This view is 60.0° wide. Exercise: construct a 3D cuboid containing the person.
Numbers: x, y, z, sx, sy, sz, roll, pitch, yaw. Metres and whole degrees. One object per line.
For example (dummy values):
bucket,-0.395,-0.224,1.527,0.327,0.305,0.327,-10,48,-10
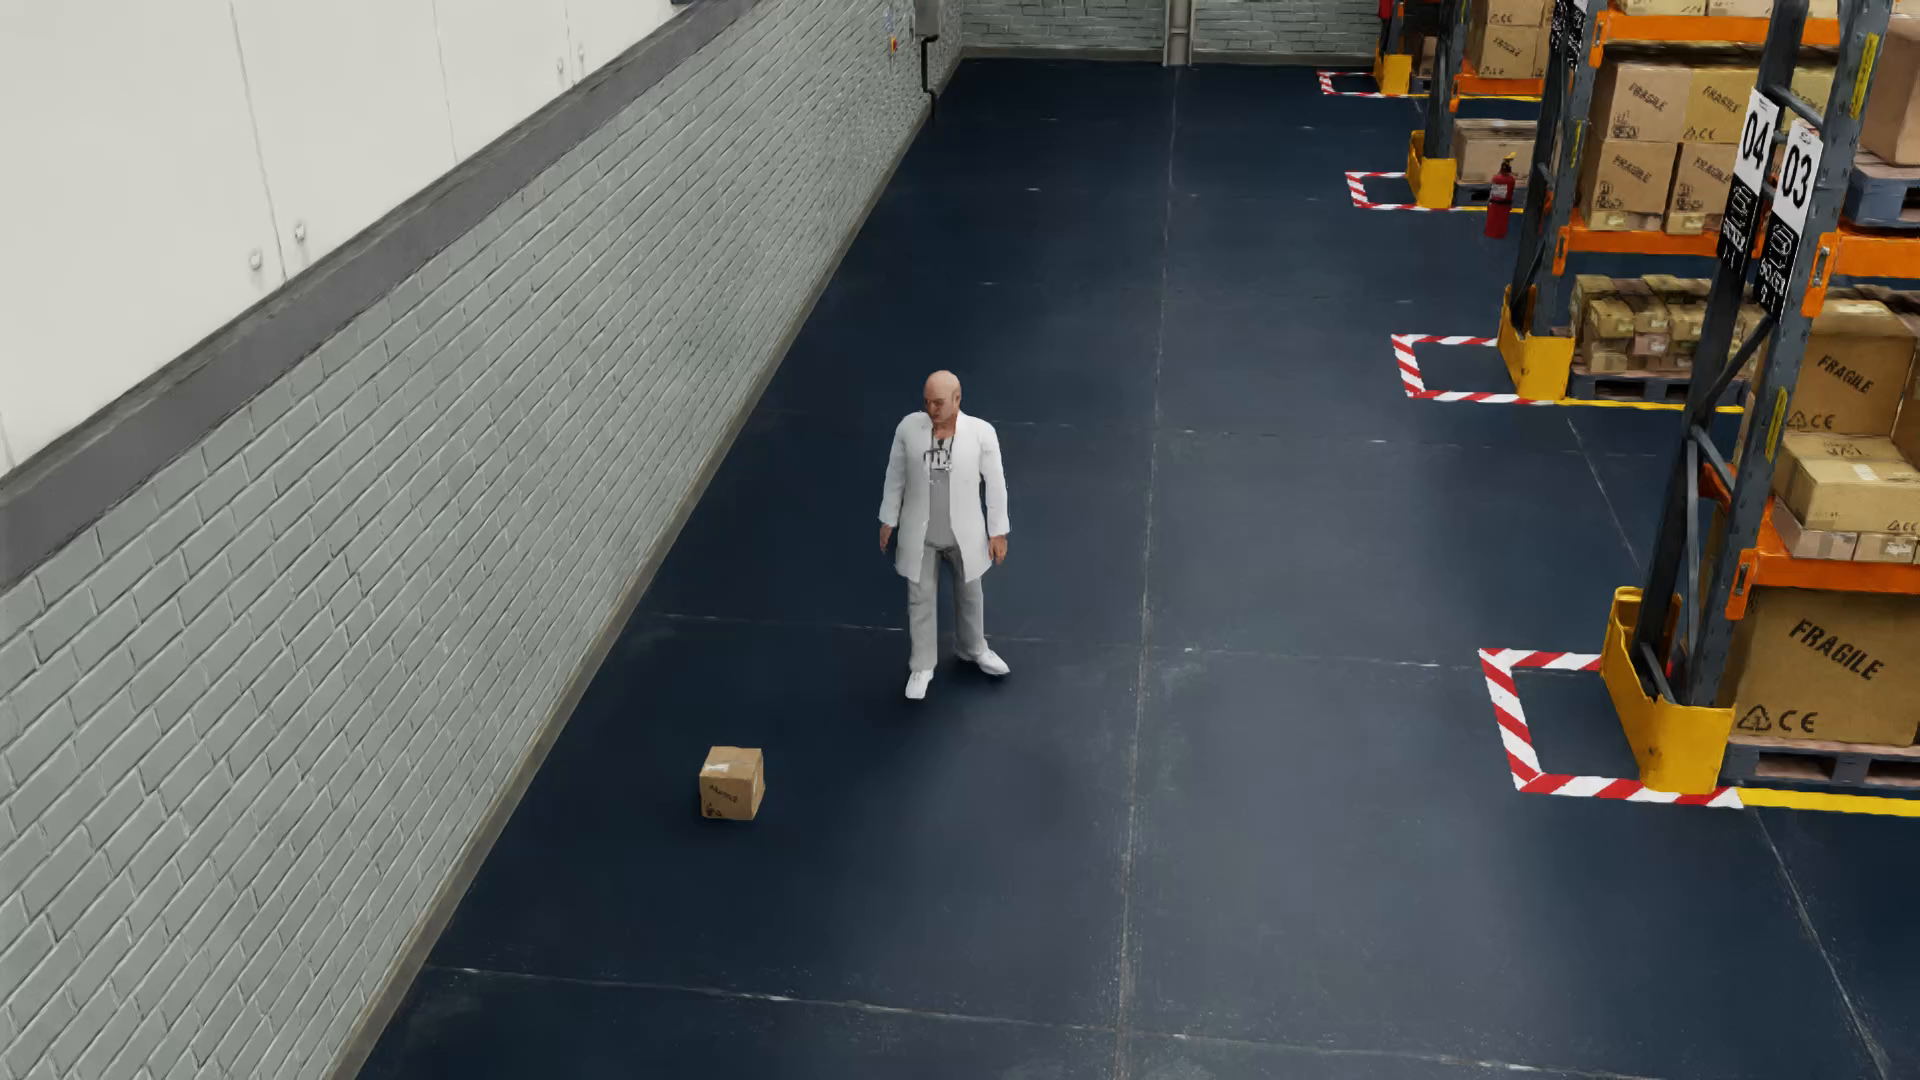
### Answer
person,-0.084,-0.033,8.650,0.700,1.781,0.574,2,28,4
